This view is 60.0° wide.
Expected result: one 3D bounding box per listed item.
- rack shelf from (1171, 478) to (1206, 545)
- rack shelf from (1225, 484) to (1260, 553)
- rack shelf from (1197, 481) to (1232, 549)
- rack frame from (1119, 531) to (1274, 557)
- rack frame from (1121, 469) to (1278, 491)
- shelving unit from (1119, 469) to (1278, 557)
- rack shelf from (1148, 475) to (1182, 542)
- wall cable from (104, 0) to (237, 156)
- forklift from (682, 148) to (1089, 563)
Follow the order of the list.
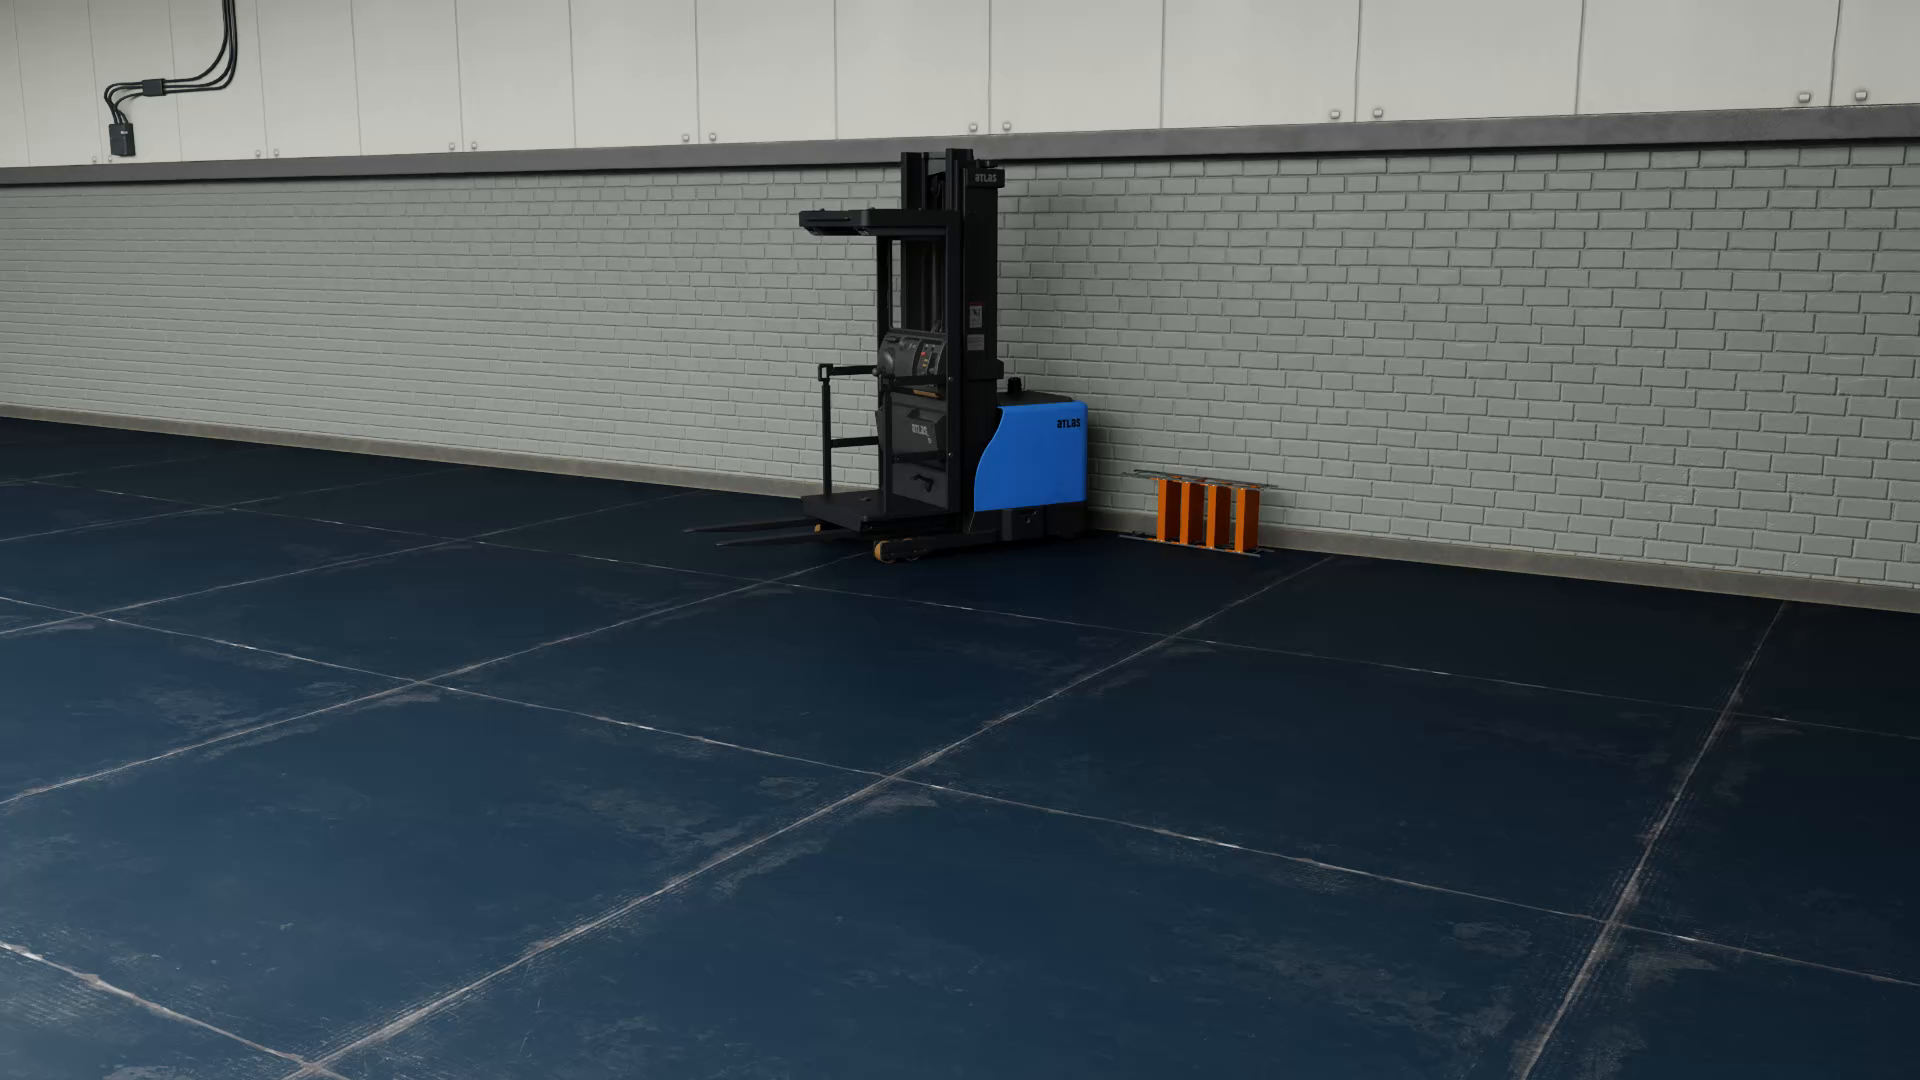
[{"bbox_3d":[1.737,-0.223,12.632,0.148,0.480,0.258,9,14,35],"label":"rack shelf"},{"bbox_3d":[2.108,-0.165,12.366,0.148,0.480,0.258,9,14,35],"label":"rack shelf"},{"bbox_3d":[1.917,-0.195,12.503,0.148,0.480,0.258,9,14,35],"label":"rack shelf"},{"bbox_3d":[1.788,0.025,12.640,1.200,0.015,0.240,9,14,35],"label":"rack frame"},{"bbox_3d":[1.794,-0.454,12.546,1.200,0.015,0.240,9,14,35],"label":"rack frame"},{"bbox_3d":[1.791,-0.214,12.593,1.200,0.503,0.258,9,14,35],"label":"shelving unit"},{"bbox_3d":[1.577,-0.247,12.747,0.148,0.480,0.258,9,14,35],"label":"rack shelf"},{"bbox_3d":[-8.770,-7.275,18.034,2.305,6.003,0.169,6,12,31],"label":"wall cable"},{"bbox_3d":[-0.539,-1.382,12.287,3.031,2.935,1.130,-6,12,-30],"label":"forklift"}]
